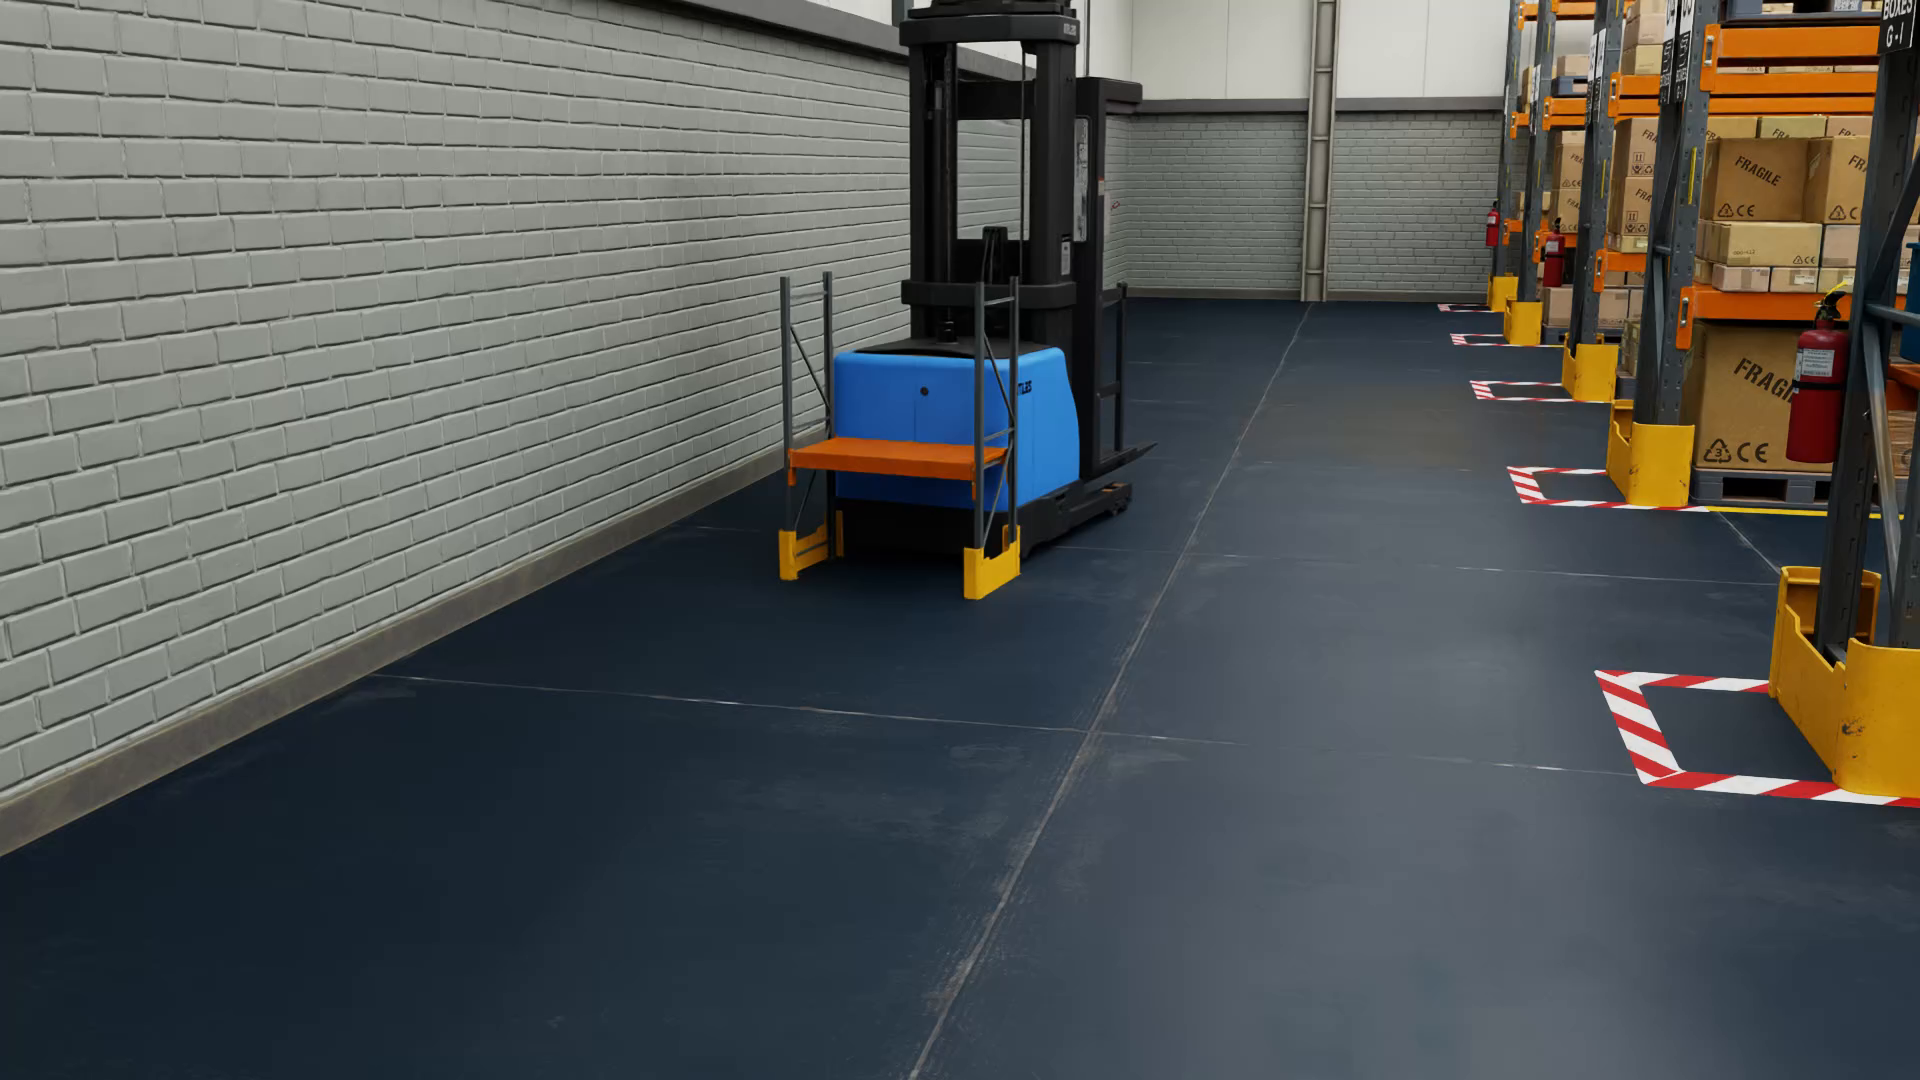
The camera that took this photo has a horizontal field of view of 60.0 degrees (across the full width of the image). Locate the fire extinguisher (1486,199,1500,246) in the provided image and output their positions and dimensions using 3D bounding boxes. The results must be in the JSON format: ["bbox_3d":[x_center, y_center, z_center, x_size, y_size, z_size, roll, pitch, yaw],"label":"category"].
[{"bbox_3d":[7.732,-4.607,24.112,0.183,0.674,0.296,3,13,14],"label":"fire extinguisher"}]

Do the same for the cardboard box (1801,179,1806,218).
[{"bbox_3d":[7.080,-2.888,14.408,0.500,0.500,0.500,3,13,14],"label":"cardboard box"}]

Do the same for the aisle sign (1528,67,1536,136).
[{"bbox_3d":[6.805,-5.210,19.790,0.004,0.787,0.394,3,13,14],"label":"aisle sign"}]

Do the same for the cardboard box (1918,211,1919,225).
[{"bbox_3d":[5.817,-2.093,9.670,0.500,0.500,0.500,3,13,12],"label":"cardboard box"}]

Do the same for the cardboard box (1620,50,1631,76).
[{"bbox_3d":[6.217,-4.249,14.881,0.500,0.250,0.500,3,13,12],"label":"cardboard box"}]

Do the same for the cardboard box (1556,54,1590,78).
[{"bbox_3d":[7.259,-5.513,19.376,0.500,0.250,0.500,2,13,8],"label":"cardboard box"}]

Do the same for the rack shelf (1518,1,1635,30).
[{"bbox_3d":[9.928,-7.388,23.427,4.000,0.370,1.077,3,13,14],"label":"rack shelf"}]

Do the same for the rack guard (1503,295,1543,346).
[{"bbox_3d":[6.777,-2.653,20.037,0.348,0.500,1.175,3,13,14],"label":"rack guard"}]

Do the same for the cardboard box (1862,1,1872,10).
[{"bbox_3d":[7.473,-4.504,13.957,0.250,0.149,0.380,4,13,15],"label":"cardboard box"}]

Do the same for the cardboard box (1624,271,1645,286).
[{"bbox_3d":[9.867,-3.748,24.004,0.500,0.500,0.500,3,13,15],"label":"cardboard box"}]

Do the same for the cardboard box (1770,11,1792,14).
[{"bbox_3d":[7.071,-4.328,14.083,0.500,0.250,0.500,3,13,14],"label":"cardboard box"}]

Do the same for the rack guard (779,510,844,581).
[{"bbox_3d":[-0.760,0.023,8.554,0.087,0.250,0.587,5,14,22],"label":"rack guard"}]

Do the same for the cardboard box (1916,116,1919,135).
[{"bbox_3d":[8.078,-3.323,14.061,0.500,0.500,0.500,3,13,15],"label":"cardboard box"}]

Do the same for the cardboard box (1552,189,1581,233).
[{"bbox_3d":[7.197,-3.836,19.366,0.500,0.500,0.500,3,13,13],"label":"cardboard box"}]

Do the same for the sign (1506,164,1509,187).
[{"bbox_3d":[7.856,-5.225,23.858,0.005,0.325,0.100,3,13,14],"label":"sign"}]

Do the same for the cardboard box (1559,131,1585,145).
[{"bbox_3d":[7.079,-4.649,19.226,0.250,0.149,0.380,3,13,15],"label":"cardboard box"}]

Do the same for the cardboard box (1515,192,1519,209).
[{"bbox_3d":[8.496,-5.020,24.594,0.500,0.250,0.500,3,13,15],"label":"cardboard box"}]

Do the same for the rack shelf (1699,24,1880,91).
[{"bbox_3d":[6.368,-2.798,9.653,4.000,0.370,1.077,3,13,14],"label":"rack shelf"}]

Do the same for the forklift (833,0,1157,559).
[{"bbox_3d":[0.393,-1.606,9.706,1.130,2.935,3.031,6,14,24],"label":"forklift"}]

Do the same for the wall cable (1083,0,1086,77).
[{"bbox_3d":[1.393,-7.195,20.887,0.029,3.000,2.355,3,13,14],"label":"wall cable"}]

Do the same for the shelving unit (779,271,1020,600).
[{"bbox_3d":[-0.300,-0.546,8.233,1.083,1.500,0.587,5,14,22],"label":"shelving unit"}]

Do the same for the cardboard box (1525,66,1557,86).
[{"bbox_3d":[8.356,-6.621,23.730,0.500,0.250,0.500,3,13,13],"label":"cardboard box"}]

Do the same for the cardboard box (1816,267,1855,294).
[{"bbox_3d":[5.190,-1.551,9.881,0.250,0.149,0.380,3,13,12],"label":"cardboard box"}]

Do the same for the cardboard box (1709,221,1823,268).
[{"bbox_3d":[4.827,-1.778,9.984,0.500,0.250,0.500,3,13,12],"label":"cardboard box"}]

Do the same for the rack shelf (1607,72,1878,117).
[{"bbox_3d":[7.654,-3.835,14.331,4.000,0.370,1.077,3,13,14],"label":"rack shelf"}]

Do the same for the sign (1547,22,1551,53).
[{"bbox_3d":[6.661,-5.685,18.808,0.005,0.325,0.100,3,13,14],"label":"sign"}]

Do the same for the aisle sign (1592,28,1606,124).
[{"bbox_3d":[5.570,-4.036,14.497,0.004,0.787,0.394,3,13,14],"label":"aisle sign"}]

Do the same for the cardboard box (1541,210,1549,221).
[{"bbox_3d":[8.497,-4.715,24.141,0.250,0.149,0.380,3,13,15],"label":"cardboard box"}]

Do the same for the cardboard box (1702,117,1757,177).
[{"bbox_3d":[6.576,-3.404,14.426,0.500,0.500,0.500,3,13,15],"label":"cardboard box"}]

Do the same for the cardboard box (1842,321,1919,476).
[{"bbox_3d":[5.950,-0.892,10.266,0.875,0.875,0.875,3,13,14],"label":"cardboard box"}]

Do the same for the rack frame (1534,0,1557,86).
[{"bbox_3d":[6.800,-6.801,19.111,0.127,3.000,1.000,3,13,14],"label":"rack frame"}]

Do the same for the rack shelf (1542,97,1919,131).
[{"bbox_3d":[8.742,-4.881,19.046,4.000,0.370,1.077,3,13,14],"label":"rack shelf"}]

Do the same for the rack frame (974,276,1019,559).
[{"bbox_3d":[0.178,-0.503,8.039,0.032,1.500,0.500,5,14,22],"label":"rack frame"}]

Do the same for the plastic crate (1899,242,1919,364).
[{"bbox_3d":[3.609,-0.815,5.762,0.499,0.435,0.616,3,13,14],"label":"plastic crate"}]

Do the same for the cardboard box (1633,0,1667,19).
[{"bbox_3d":[5.972,-4.591,14.348,0.250,0.149,0.380,3,13,13],"label":"cardboard box"}]

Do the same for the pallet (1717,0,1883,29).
[{"bbox_3d":[5.149,-3.173,9.889,1.213,0.211,1.003,3,13,14],"label":"pallet"}]

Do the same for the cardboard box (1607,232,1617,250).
[{"bbox_3d":[6.097,-2.746,15.264,0.250,0.149,0.380,3,13,14],"label":"cardboard box"}]

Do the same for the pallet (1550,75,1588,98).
[{"bbox_3d":[7.523,-5.257,19.282,1.213,0.211,1.003,3,13,14],"label":"pallet"}]

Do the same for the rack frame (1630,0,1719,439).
[{"bbox_3d":[4.426,-1.788,10.368,0.127,3.000,1.000,3,13,14],"label":"rack frame"}]

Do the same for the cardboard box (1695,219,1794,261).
[{"bbox_3d":[4.960,-1.891,10.490,0.500,0.250,0.500,3,13,13],"label":"cardboard box"}]

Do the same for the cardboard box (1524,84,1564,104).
[{"bbox_3d":[8.351,-6.372,23.763,0.500,0.250,0.500,3,13,13],"label":"cardboard box"}]

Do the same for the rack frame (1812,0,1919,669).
[{"bbox_3d":[3.239,-0.747,5.673,0.127,3.000,1.000,3,13,14],"label":"rack frame"}]

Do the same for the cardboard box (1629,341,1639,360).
[{"bbox_3d":[6.159,-1.703,14.911,0.250,0.149,0.380,4,13,16],"label":"cardboard box"}]

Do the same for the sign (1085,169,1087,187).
[{"bbox_3d":[1.751,-4.996,22.921,0.001,0.242,0.339,3,13,14],"label":"sign"}]

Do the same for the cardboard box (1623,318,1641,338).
[{"bbox_3d":[6.287,-1.955,15.361,0.250,0.149,0.380,3,13,14],"label":"cardboard box"}]

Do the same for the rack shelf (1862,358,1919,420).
[{"bbox_3d":[5.181,-0.292,5.284,4.000,0.370,1.077,3,13,14],"label":"rack shelf"}]

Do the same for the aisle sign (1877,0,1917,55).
[{"bbox_3d":[3.239,-2.081,5.686,0.004,0.787,0.394,3,13,14],"label":"aisle sign"}]

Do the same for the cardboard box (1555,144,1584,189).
[{"bbox_3d":[7.198,-4.324,19.260,0.500,0.500,0.500,3,13,12],"label":"cardboard box"}]

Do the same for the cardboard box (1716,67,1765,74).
[{"bbox_3d":[6.597,-4.112,14.262,0.500,0.250,0.500,3,13,15],"label":"cardboard box"}]

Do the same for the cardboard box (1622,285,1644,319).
[{"bbox_3d":[8.355,-2.767,19.727,0.875,0.438,0.875,3,13,15],"label":"cardboard box"}]
